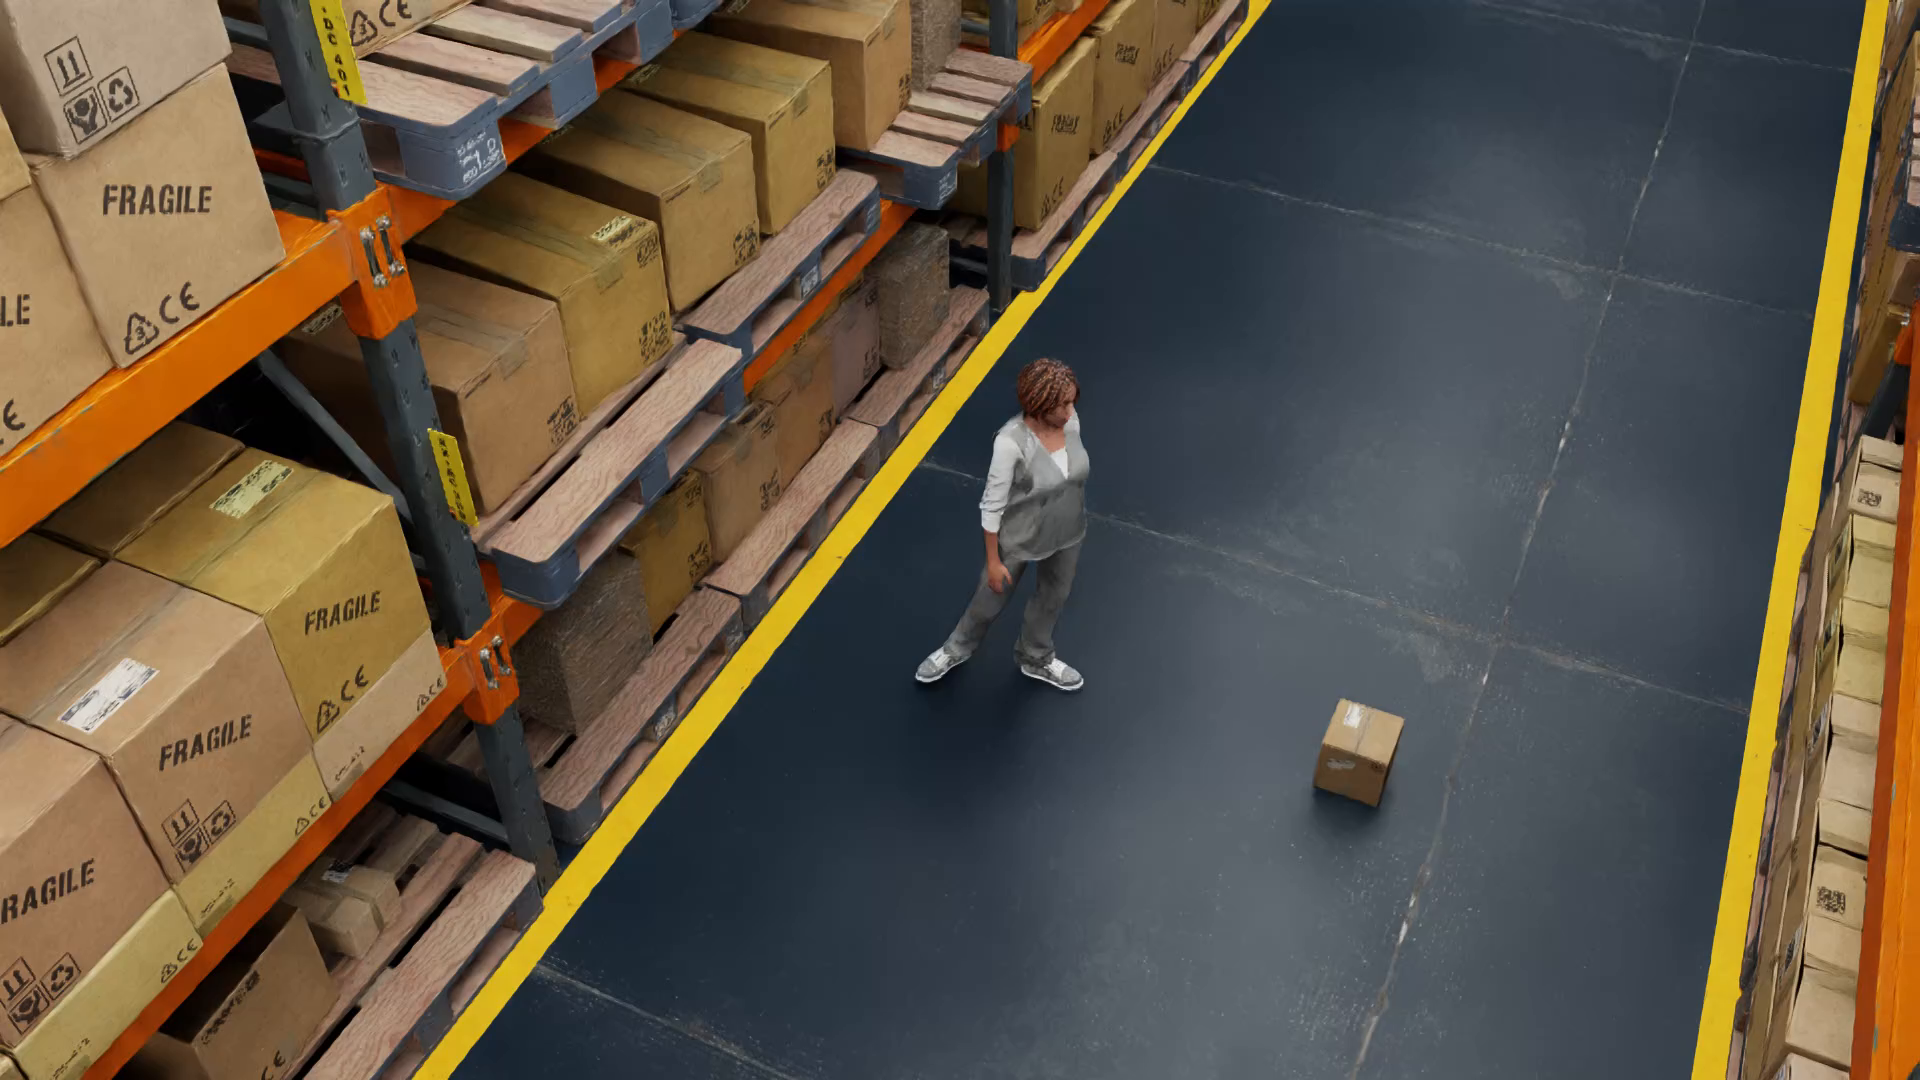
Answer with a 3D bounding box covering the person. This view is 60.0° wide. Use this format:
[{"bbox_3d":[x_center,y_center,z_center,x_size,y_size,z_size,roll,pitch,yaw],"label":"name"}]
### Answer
[{"bbox_3d":[0.162,-0.008,6.178,0.592,1.589,0.449,-23,47,-23],"label":"person"}]
